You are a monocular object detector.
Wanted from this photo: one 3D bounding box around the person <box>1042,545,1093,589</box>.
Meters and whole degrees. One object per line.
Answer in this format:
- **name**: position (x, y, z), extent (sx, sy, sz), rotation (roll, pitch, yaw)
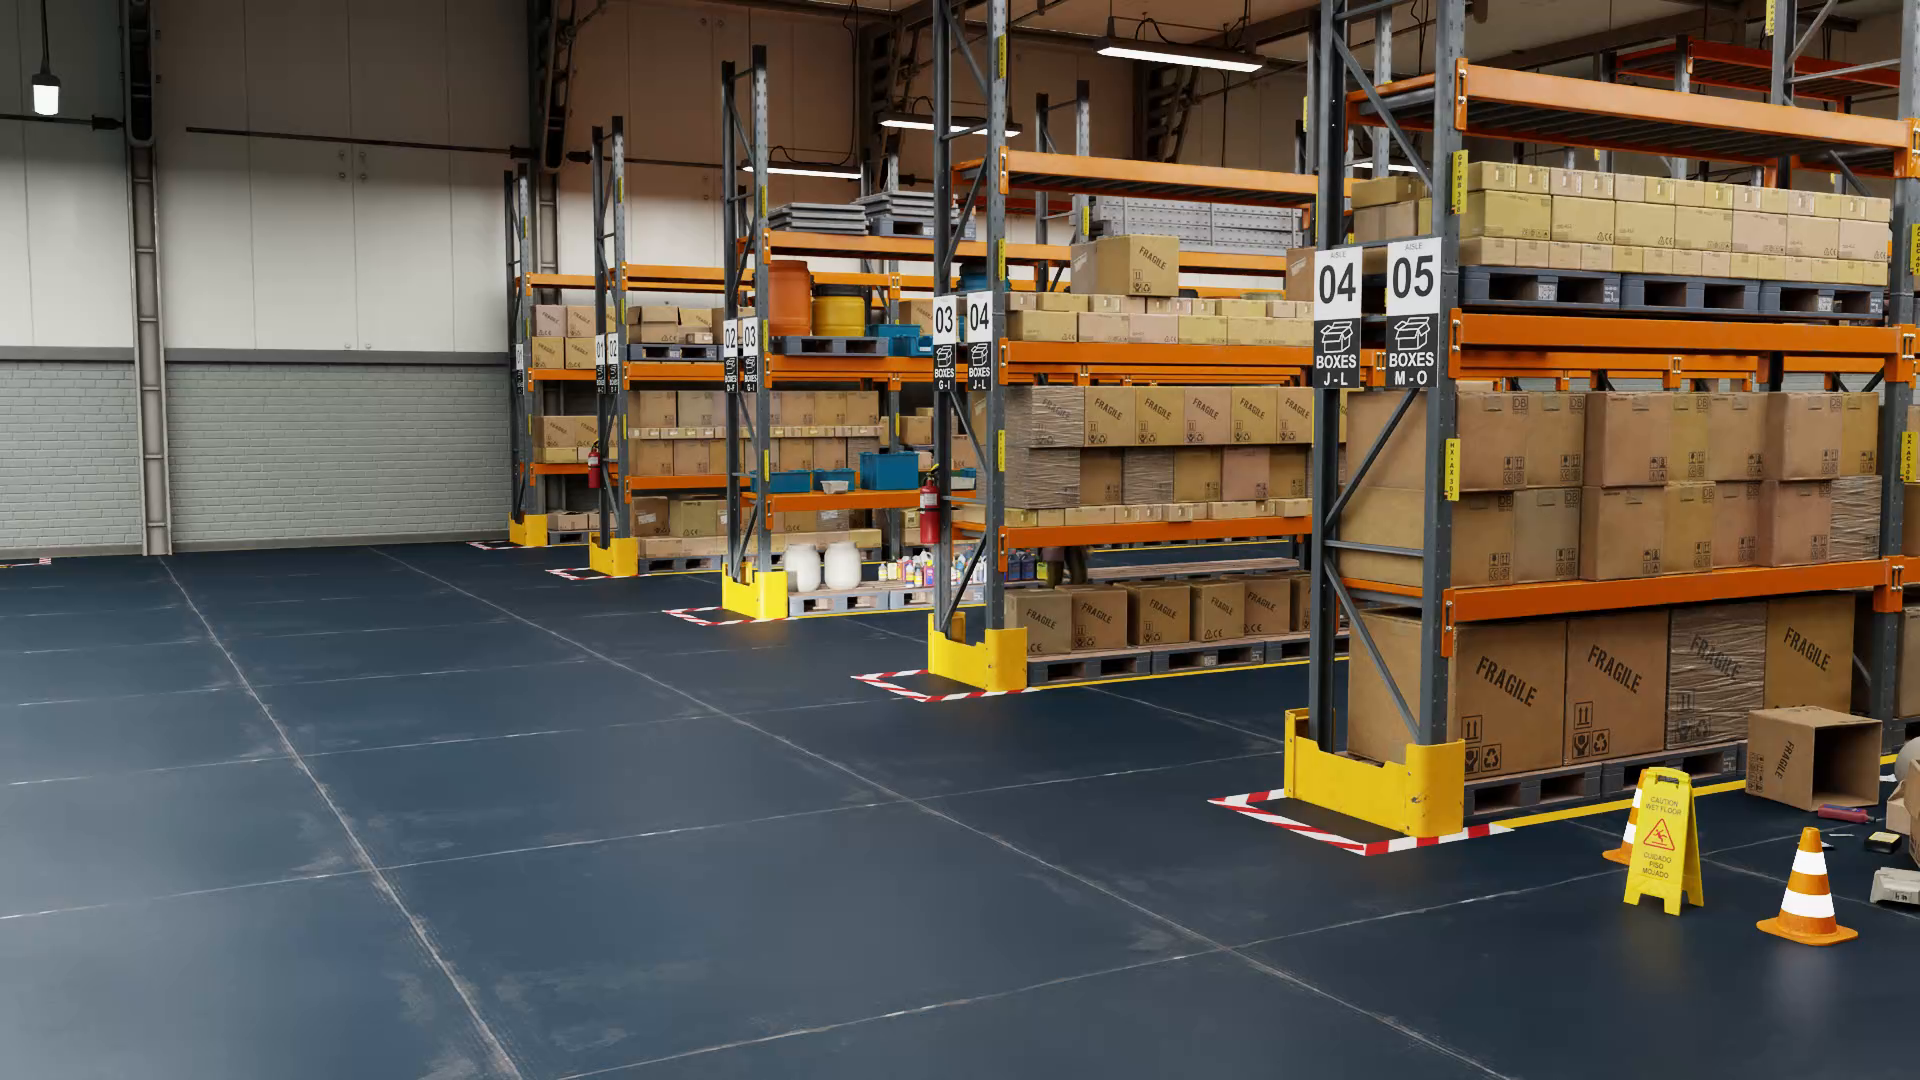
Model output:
- **person**: position (1.098, 0.019, 17.183), extent (0.579, 1.752, 0.396), rotation (-2, 5, -27)
